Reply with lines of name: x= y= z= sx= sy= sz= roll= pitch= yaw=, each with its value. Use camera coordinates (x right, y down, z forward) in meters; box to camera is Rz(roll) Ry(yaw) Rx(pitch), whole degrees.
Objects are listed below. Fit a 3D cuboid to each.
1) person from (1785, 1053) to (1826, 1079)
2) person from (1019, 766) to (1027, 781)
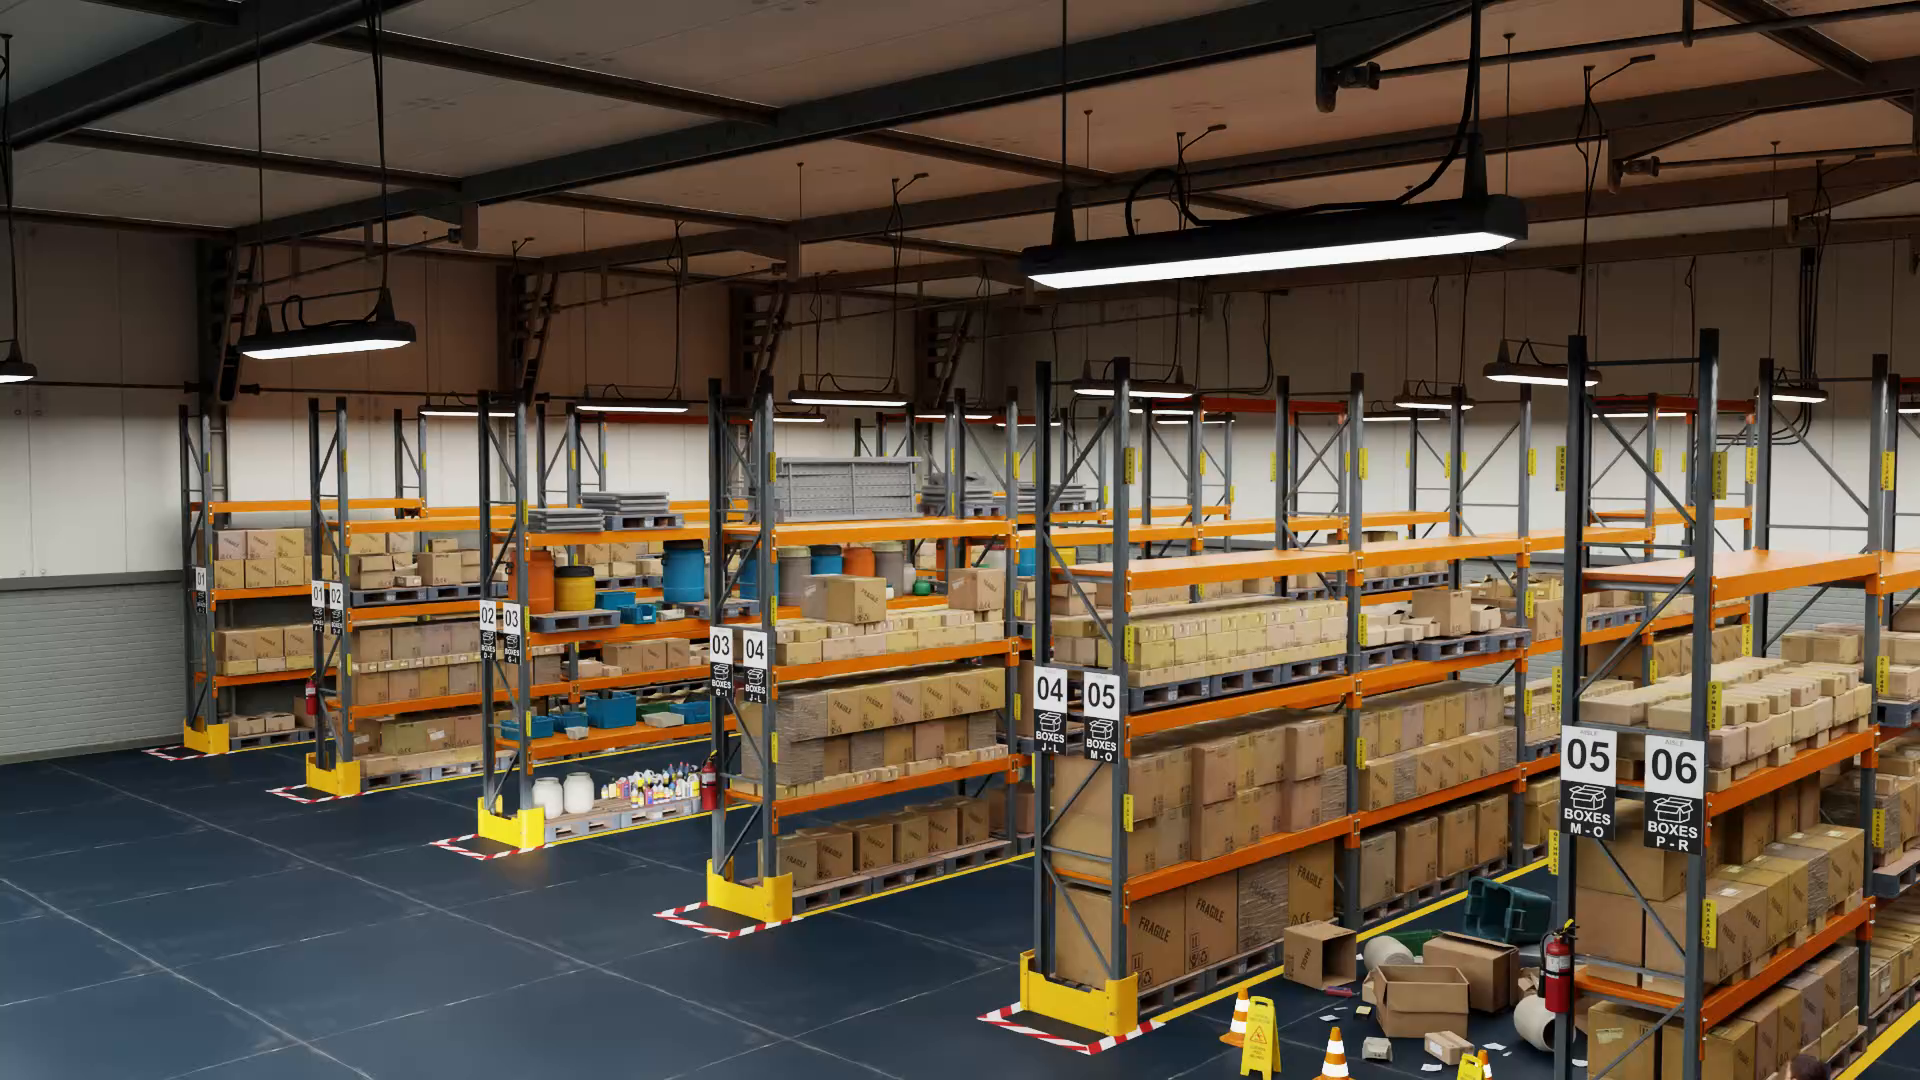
person: x=4.856 y=3.807 z=9.653 sx=0.362 sy=1.674 sz=0.469 roll=2 pitch=3 yaw=27
person: x=1.050 y=3.026 z=24.660 sx=0.537 sy=1.663 sz=0.841 roll=1 pitch=3 yaw=10
